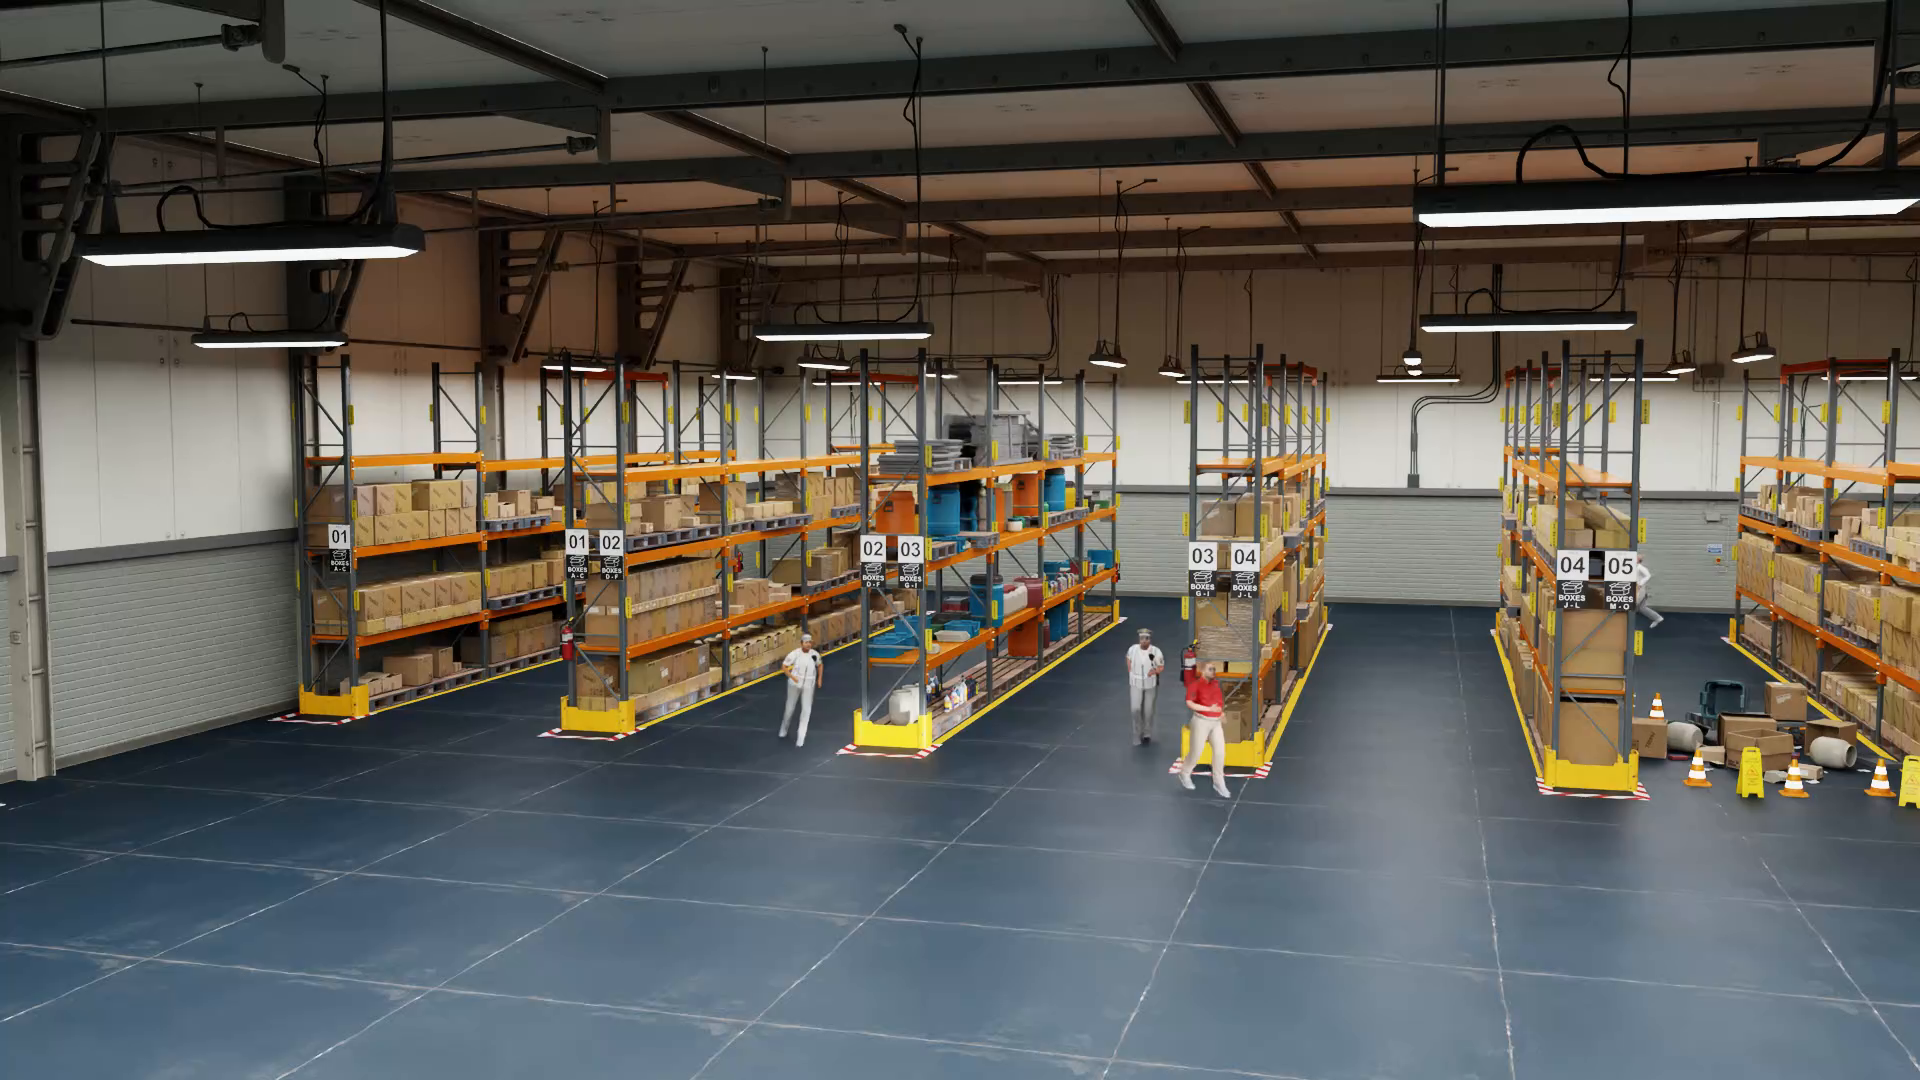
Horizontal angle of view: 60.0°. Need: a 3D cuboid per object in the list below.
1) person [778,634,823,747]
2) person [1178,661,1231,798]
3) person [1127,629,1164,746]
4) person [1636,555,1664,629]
[{"bbox_3d":[-2.423,2.281,25.483,0.694,1.691,0.810,-1,4,-12],"label":"person"},{"bbox_3d":[3.260,2.476,22.022,0.671,1.760,0.850,-3,5,-31],"label":"person"},{"bbox_3d":[2.823,2.242,25.370,0.570,1.826,0.863,0,4,6],"label":"person"},{"bbox_3d":[15.694,1.238,38.347,1.060,1.805,0.704,1,4,17],"label":"person"}]
